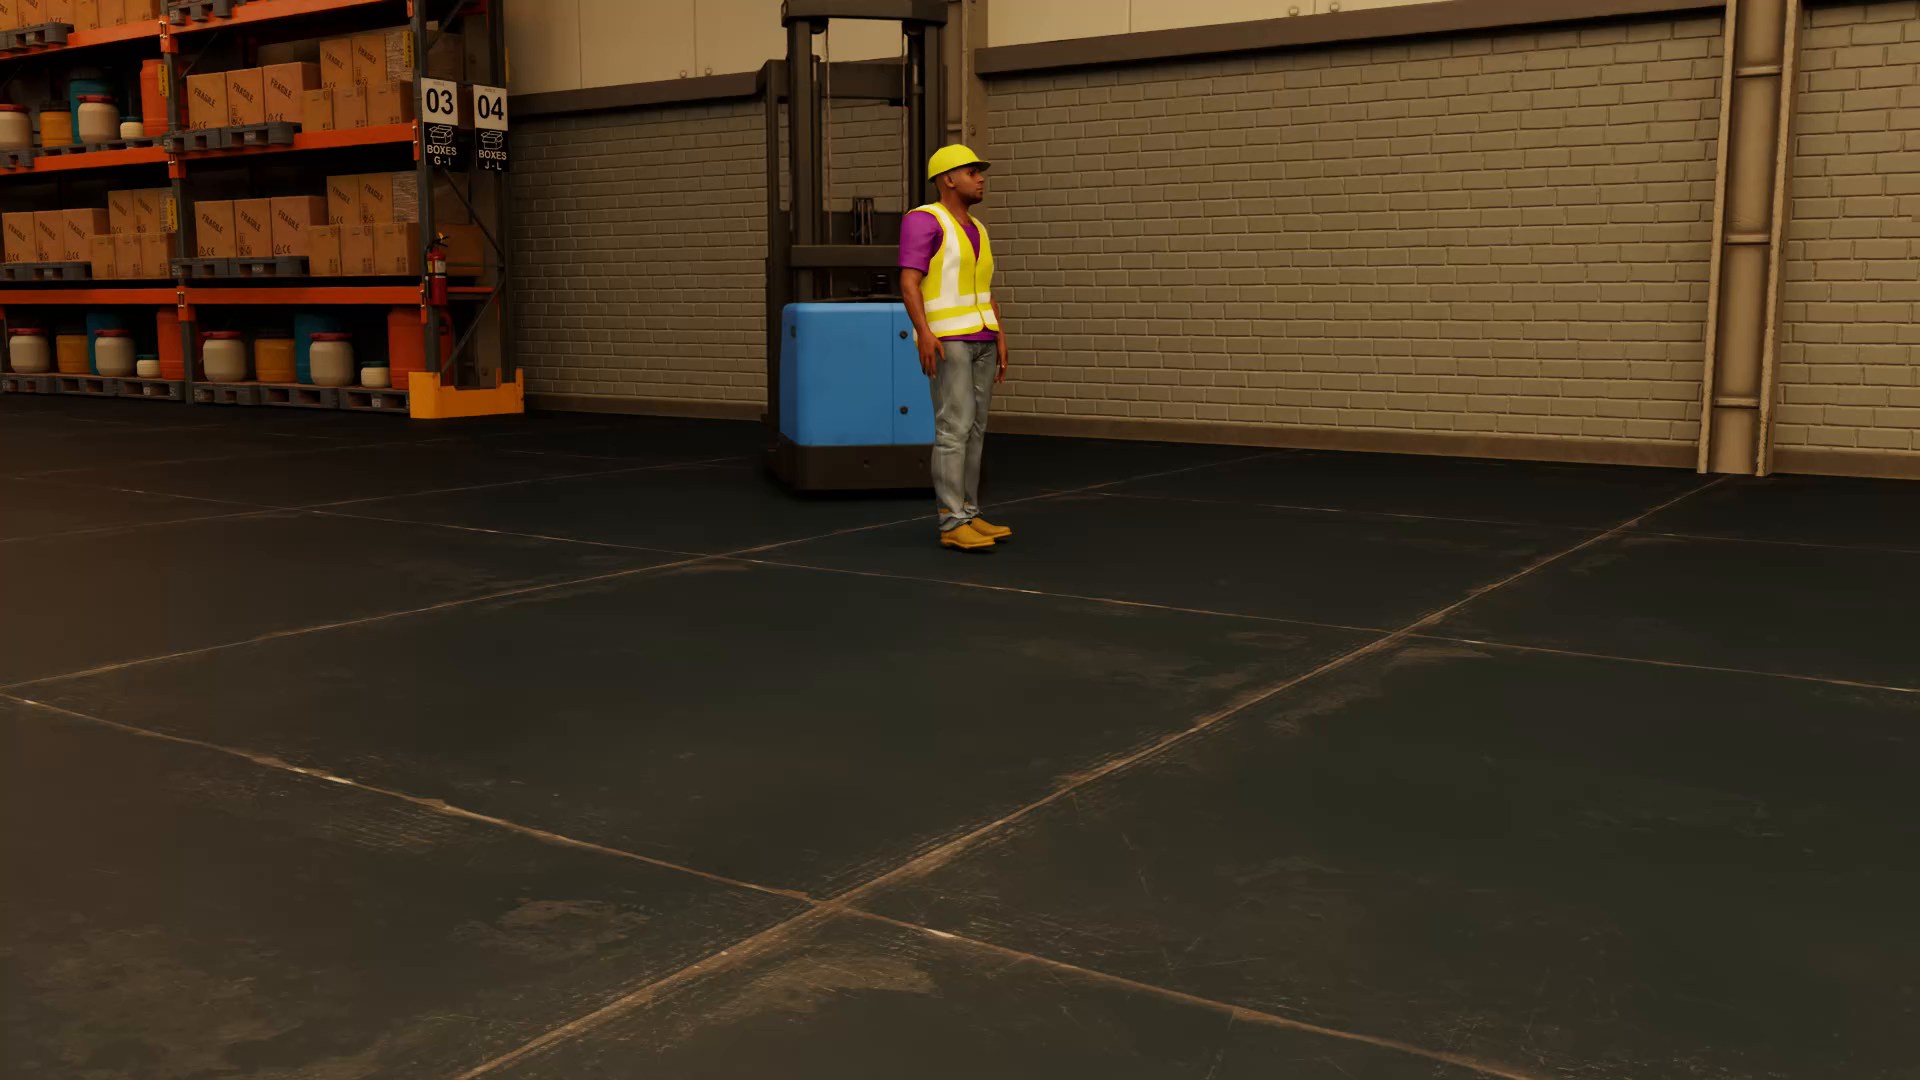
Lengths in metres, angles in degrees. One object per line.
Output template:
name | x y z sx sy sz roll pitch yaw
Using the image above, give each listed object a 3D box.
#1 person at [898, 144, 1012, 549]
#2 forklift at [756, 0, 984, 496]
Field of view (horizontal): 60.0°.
person | 0.055 -0.875 7.435 0.575 1.768 0.666 5 10 34
forklift | -0.670 -1.868 10.331 1.130 2.935 3.031 -2 8 -12
